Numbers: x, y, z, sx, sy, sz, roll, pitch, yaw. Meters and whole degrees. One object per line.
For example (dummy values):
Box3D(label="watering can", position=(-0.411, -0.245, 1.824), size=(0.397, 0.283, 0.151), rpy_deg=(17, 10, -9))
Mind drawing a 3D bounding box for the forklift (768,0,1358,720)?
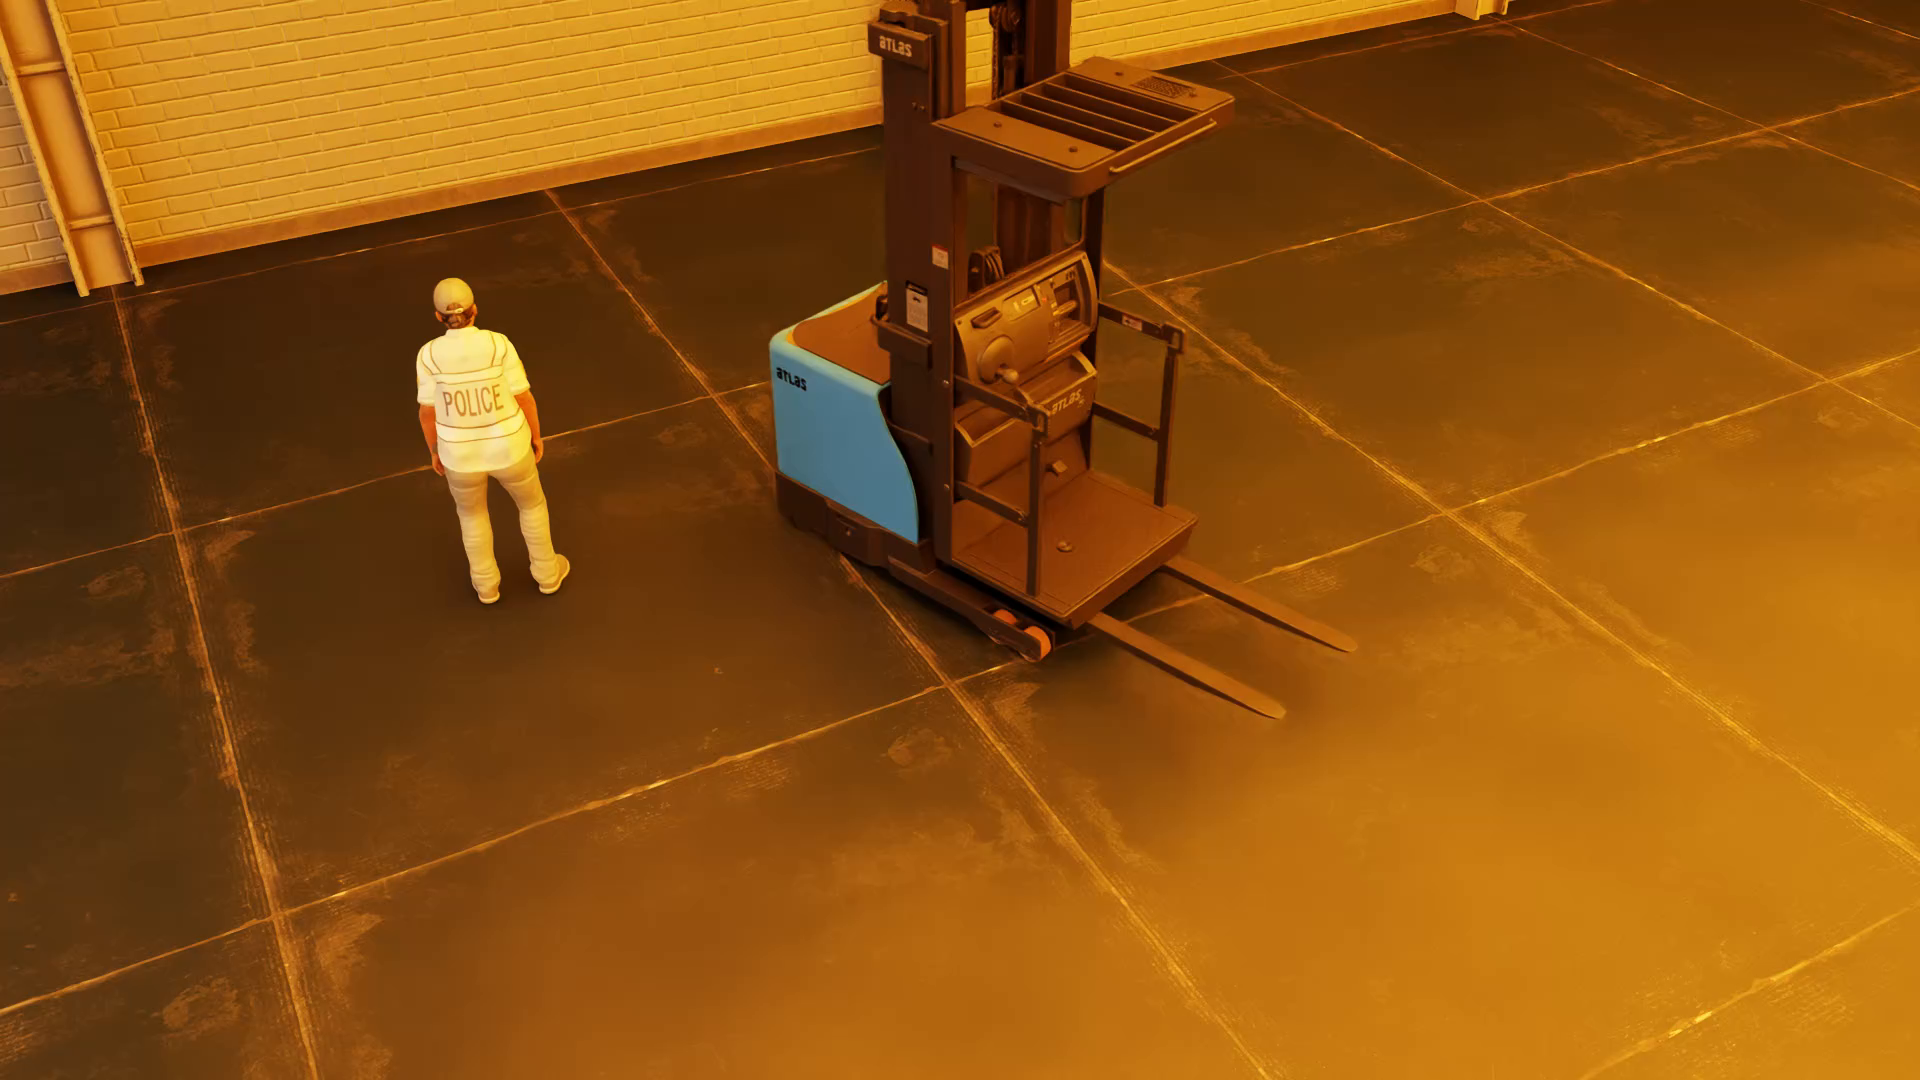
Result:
Box3D(label="forklift", position=(0.469, -0.966, 7.490), size=(3.031, 2.935, 1.130), rpy_deg=(27, 43, 33))

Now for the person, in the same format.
Box3D(label="person", position=(-2.229, -0.449, 7.858), size=(0.548, 1.664, 0.470), rpy_deg=(-8, 36, -11))
